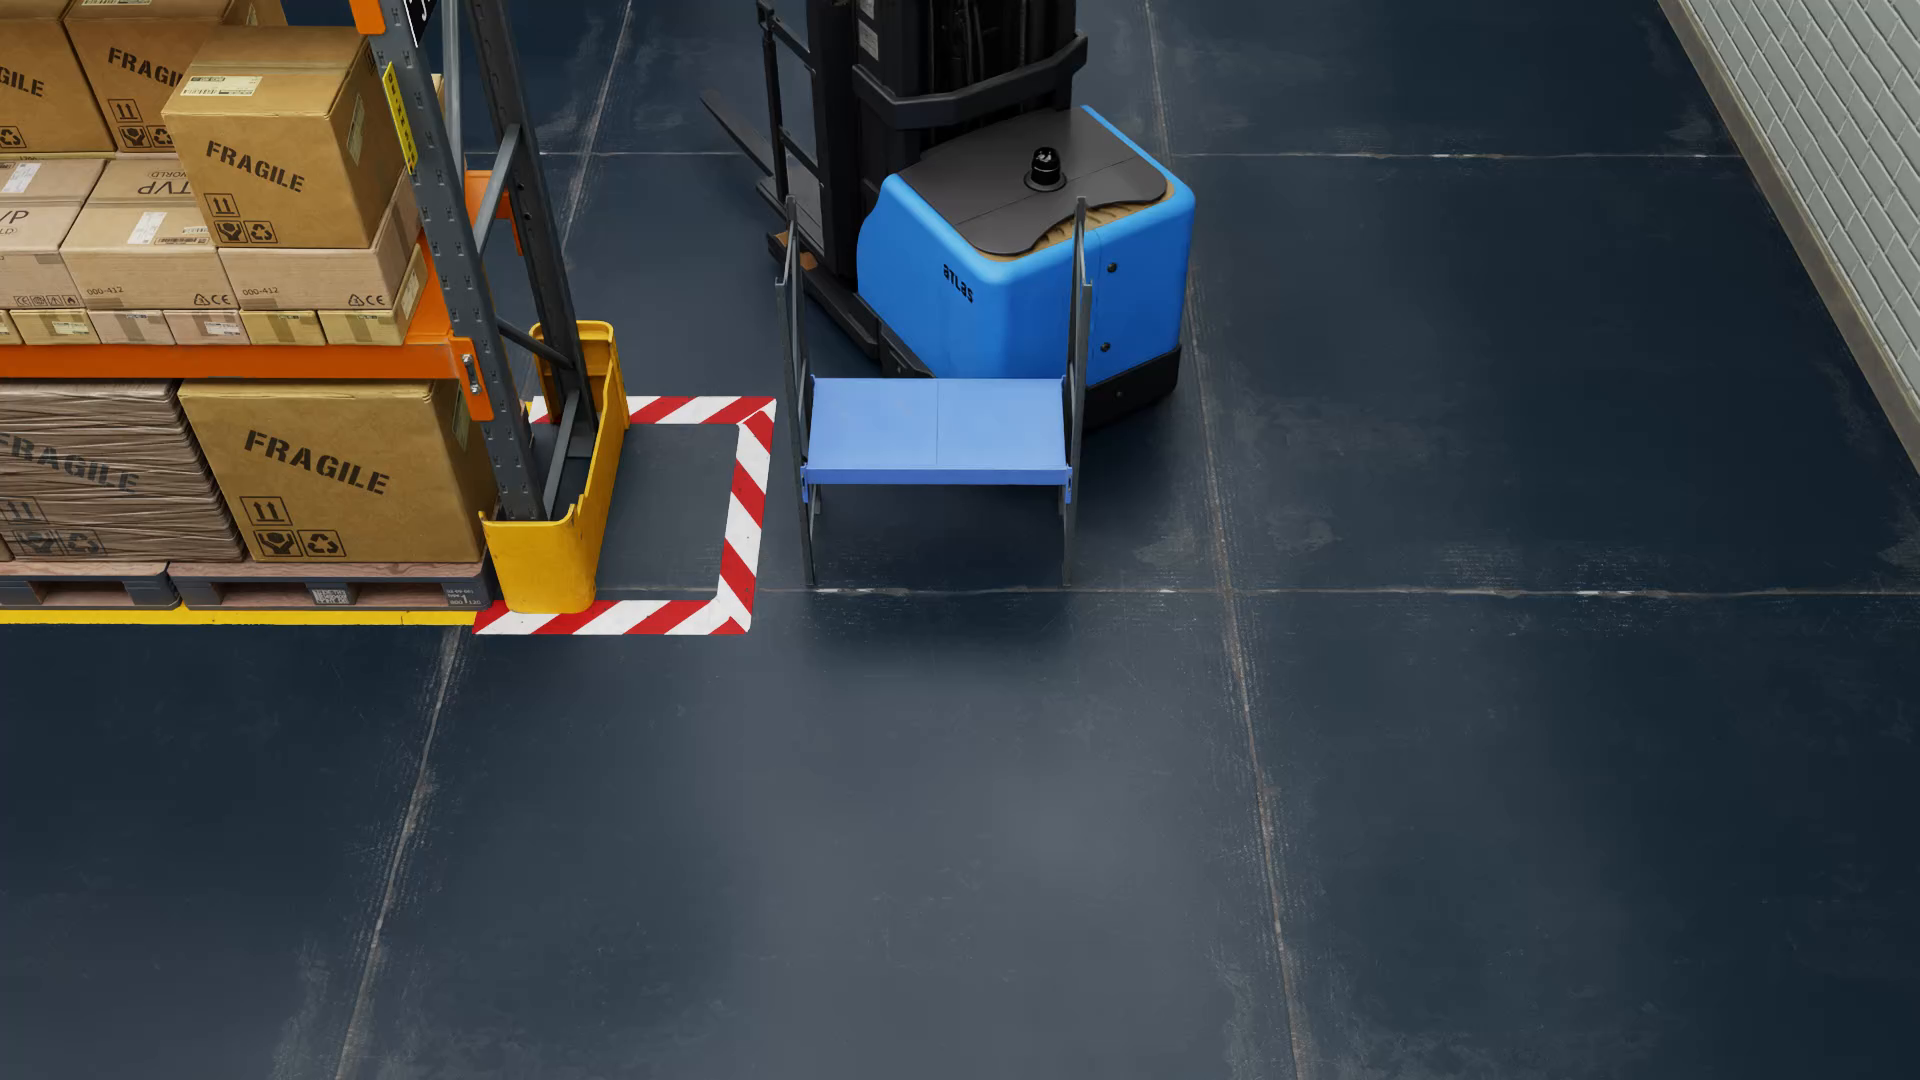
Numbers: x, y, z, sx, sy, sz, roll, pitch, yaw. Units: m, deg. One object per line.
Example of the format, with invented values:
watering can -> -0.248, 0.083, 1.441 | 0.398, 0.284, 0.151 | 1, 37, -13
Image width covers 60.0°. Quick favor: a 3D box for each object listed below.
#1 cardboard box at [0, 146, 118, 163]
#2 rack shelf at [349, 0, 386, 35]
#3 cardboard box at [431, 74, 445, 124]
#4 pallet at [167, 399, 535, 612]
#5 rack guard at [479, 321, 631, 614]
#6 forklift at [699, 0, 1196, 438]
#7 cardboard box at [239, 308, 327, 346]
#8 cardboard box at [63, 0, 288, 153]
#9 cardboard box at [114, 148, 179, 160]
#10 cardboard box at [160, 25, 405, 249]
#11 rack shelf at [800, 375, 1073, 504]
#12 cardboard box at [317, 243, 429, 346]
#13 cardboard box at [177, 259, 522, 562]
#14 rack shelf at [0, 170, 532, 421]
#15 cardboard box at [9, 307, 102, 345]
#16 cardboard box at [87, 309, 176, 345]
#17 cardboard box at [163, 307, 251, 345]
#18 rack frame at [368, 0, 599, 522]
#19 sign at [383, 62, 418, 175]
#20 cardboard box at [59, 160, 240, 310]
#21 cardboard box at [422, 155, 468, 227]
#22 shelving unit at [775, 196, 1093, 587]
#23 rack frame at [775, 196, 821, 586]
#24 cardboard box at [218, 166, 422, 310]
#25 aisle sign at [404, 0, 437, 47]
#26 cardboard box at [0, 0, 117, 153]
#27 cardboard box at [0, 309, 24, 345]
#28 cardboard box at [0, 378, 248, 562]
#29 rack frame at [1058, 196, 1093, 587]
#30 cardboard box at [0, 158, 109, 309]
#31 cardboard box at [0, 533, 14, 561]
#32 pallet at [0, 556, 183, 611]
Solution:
cardboard box -> -3.133, -1.414, 5.916 | 0.500, 0.250, 0.500 | -1, 47, -1
rack shelf -> -3.632, -1.946, 4.955 | 4.000, 0.370, 1.077 | 0, 47, 0
cardboard box -> -2.111, -1.413, 5.915 | 0.500, 0.250, 0.500 | -1, 47, -1
pallet -> -2.432, -0.159, 6.754 | 1.213, 0.211, 1.003 | 0, 47, 0
rack guard -> -1.608, -0.312, 6.699 | 0.348, 0.500, 1.175 | 0, 47, 0
forklift -> -0.259, -2.356, 6.941 | 1.130, 2.935, 3.031 | -25, 52, -21
cardboard box -> -2.249, -0.838, 5.652 | 0.250, 0.149, 0.380 | 1, 47, 1
cardboard box -> -2.611, -1.670, 5.642 | 0.500, 0.500, 0.500 | -1, 47, -1
cardboard box -> -2.631, -1.410, 5.912 | 0.500, 0.250, 0.500 | 0, 47, 0
cardboard box -> -2.120, -1.279, 5.278 | 0.500, 0.500, 0.500 | 1, 47, 1
rack shelf -> -0.085, -0.389, 6.333 | 1.000, 0.185, 0.538 | 0, 47, 0
cardboard box -> -1.989, -0.838, 5.653 | 0.250, 0.149, 0.380 | 1, 47, 1
cardboard box -> -2.272, -0.526, 6.355 | 0.875, 0.875, 0.875 | 0, 47, 0
rack shelf -> -3.632, -0.924, 6.053 | 4.000, 0.370, 1.077 | 0, 47, 0
cardboard box -> -3.011, -0.840, 5.654 | 0.250, 0.149, 0.380 | -1, 47, -1
cardboard box -> -2.751, -0.841, 5.655 | 0.250, 0.149, 0.380 | 1, 47, 1
cardboard box -> -2.502, -0.839, 5.654 | 0.250, 0.149, 0.380 | 0, 47, 0
rack frame -> -1.632, -1.164, 5.784 | 0.127, 3.000, 1.000 | 0, 47, 0
sign -> -1.648, -1.242, 4.904 | 0.005, 0.325, 0.100 | 0, 47, 0
cardboard box -> -2.625, -1.023, 5.552 | 0.500, 0.250, 0.500 | -1, 47, -1
cardboard box -> -1.986, -1.321, 6.102 | 0.250, 0.149, 0.380 | 1, 47, 1
shelving unit -> -0.085, -0.511, 6.201 | 1.048, 1.500, 0.538 | 0, 47, 0
rack frame -> -0.594, -0.513, 6.203 | 0.032, 1.500, 0.500 | 0, 47, 0
cardboard box -> -2.118, -1.021, 5.551 | 0.500, 0.250, 0.500 | -1, 47, 0
aisle sign -> -1.561, -1.830, 4.628 | 0.004, 0.787, 0.394 | 0, 47, 0
cardboard box -> -3.129, -1.667, 5.639 | 0.500, 0.500, 0.500 | -1, 47, -1
cardboard box -> -3.270, -0.840, 5.655 | 0.250, 0.149, 0.380 | 0, 47, 0
cardboard box -> -3.182, -0.529, 6.358 | 0.875, 0.875, 0.875 | 0, 47, 0
rack frame -> 0.423, -0.510, 6.200 | 0.032, 1.500, 0.500 | 0, 47, 0
cardboard box -> -3.134, -1.024, 5.553 | 0.500, 0.250, 0.500 | -1, 47, -1
cardboard box -> -4.072, -0.531, 6.360 | 0.875, 0.875, 0.875 | 0, 47, 0
pallet -> -3.649, -0.164, 6.759 | 1.213, 0.211, 1.003 | 0, 47, 0
